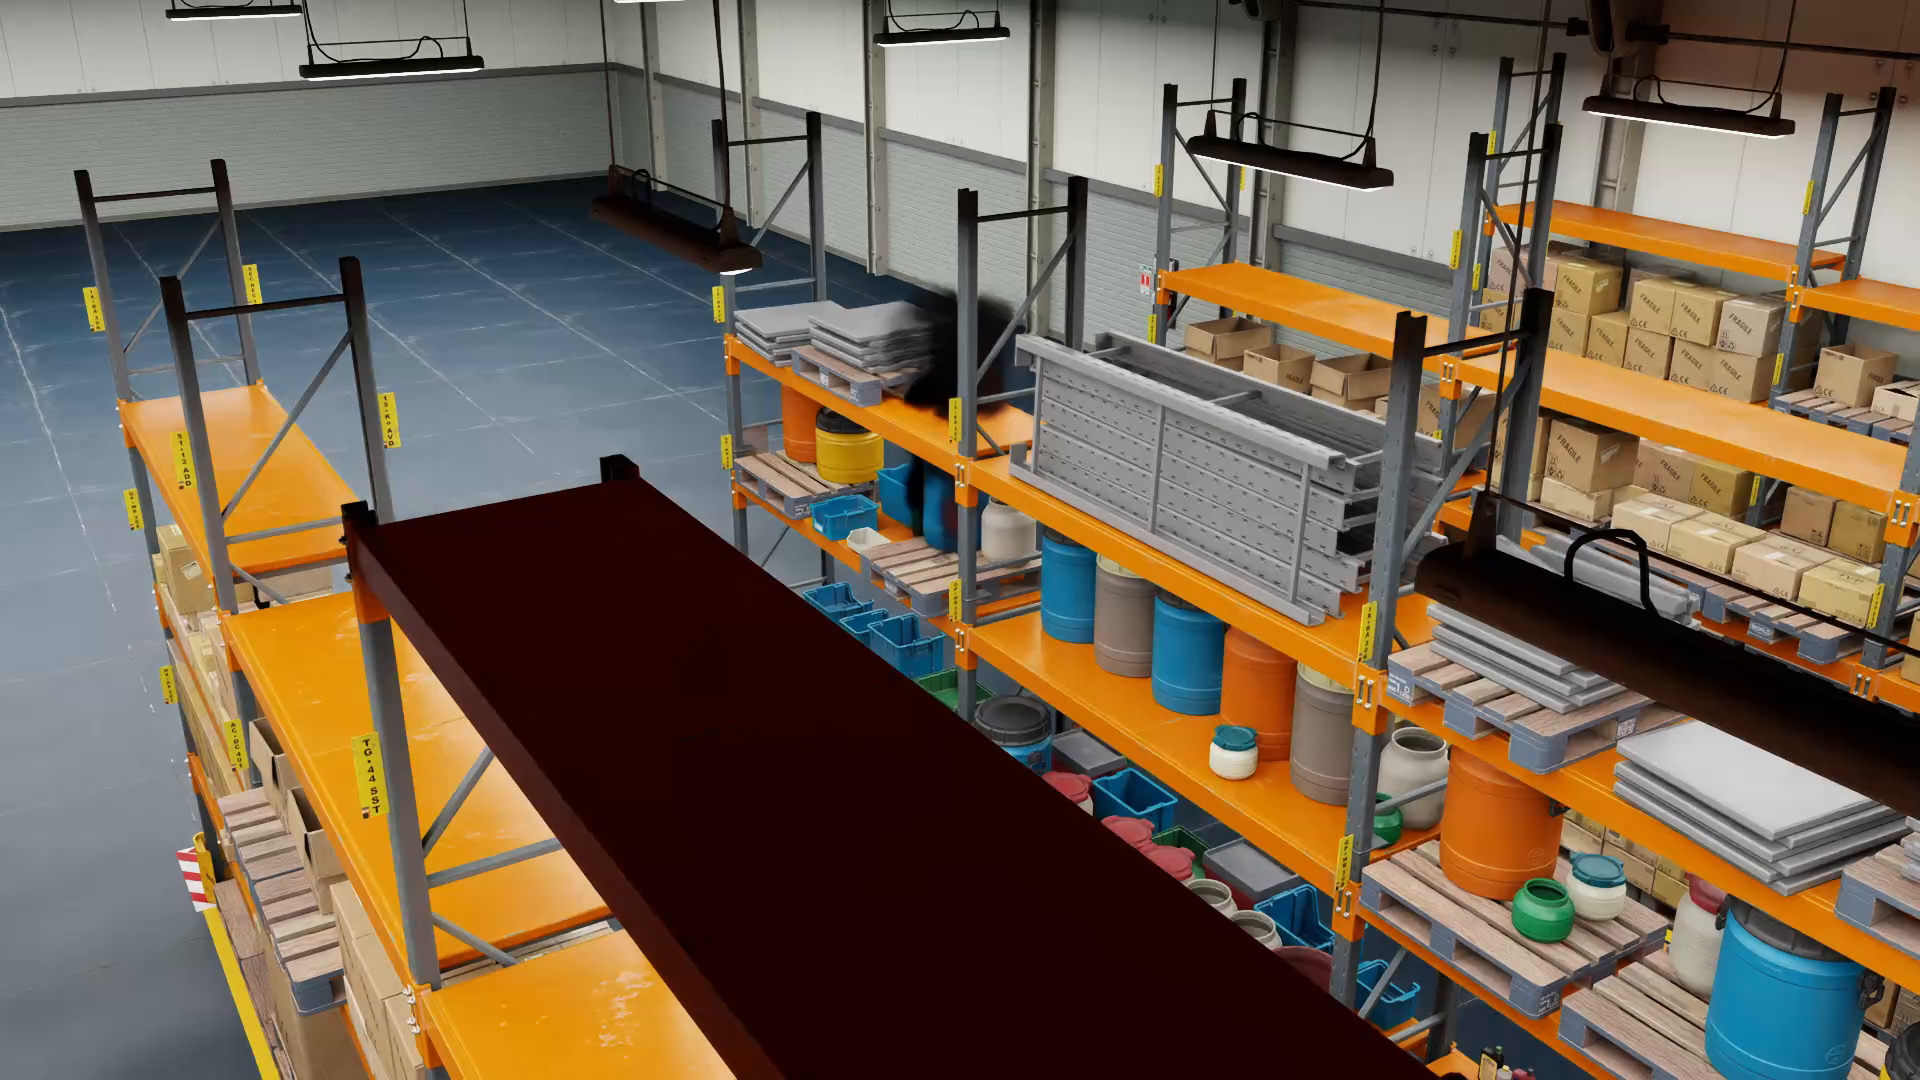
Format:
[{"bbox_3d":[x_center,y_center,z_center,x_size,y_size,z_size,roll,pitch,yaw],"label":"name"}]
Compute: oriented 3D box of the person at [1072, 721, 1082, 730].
[{"bbox_3d":[1.084,1.671,14.983,0.771,1.682,0.687,18,28,38],"label":"person"}]
